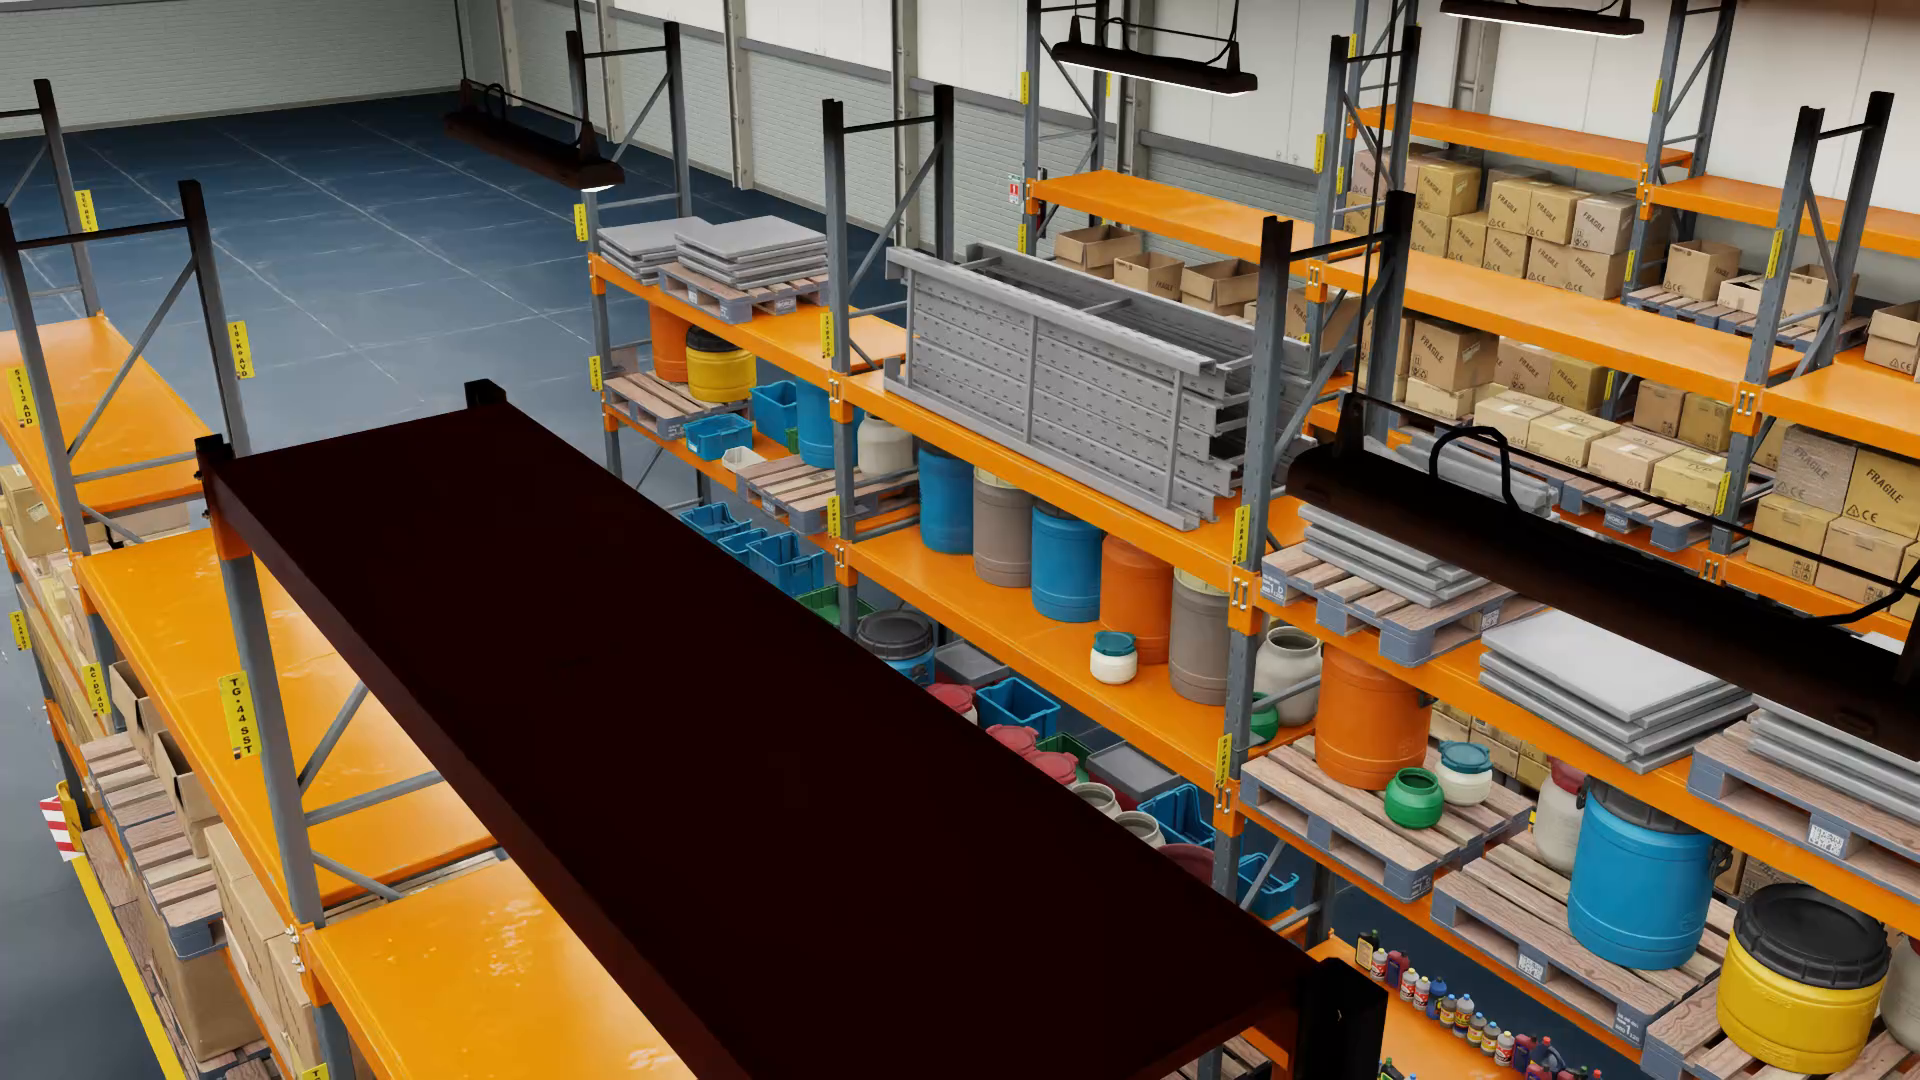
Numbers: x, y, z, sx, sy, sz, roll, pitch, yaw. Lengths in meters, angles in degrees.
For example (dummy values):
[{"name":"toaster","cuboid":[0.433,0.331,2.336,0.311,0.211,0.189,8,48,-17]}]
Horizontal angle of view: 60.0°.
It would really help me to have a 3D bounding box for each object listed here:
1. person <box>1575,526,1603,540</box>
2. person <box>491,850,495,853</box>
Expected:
[{"name":"person","cuboid":[6.137,0.281,16.428,0.448,1.612,1.082,-20,31,-36]},{"name":"person","cuboid":[-3.603,2.350,11.958,0.548,1.648,0.624,-9,26,-19]}]
